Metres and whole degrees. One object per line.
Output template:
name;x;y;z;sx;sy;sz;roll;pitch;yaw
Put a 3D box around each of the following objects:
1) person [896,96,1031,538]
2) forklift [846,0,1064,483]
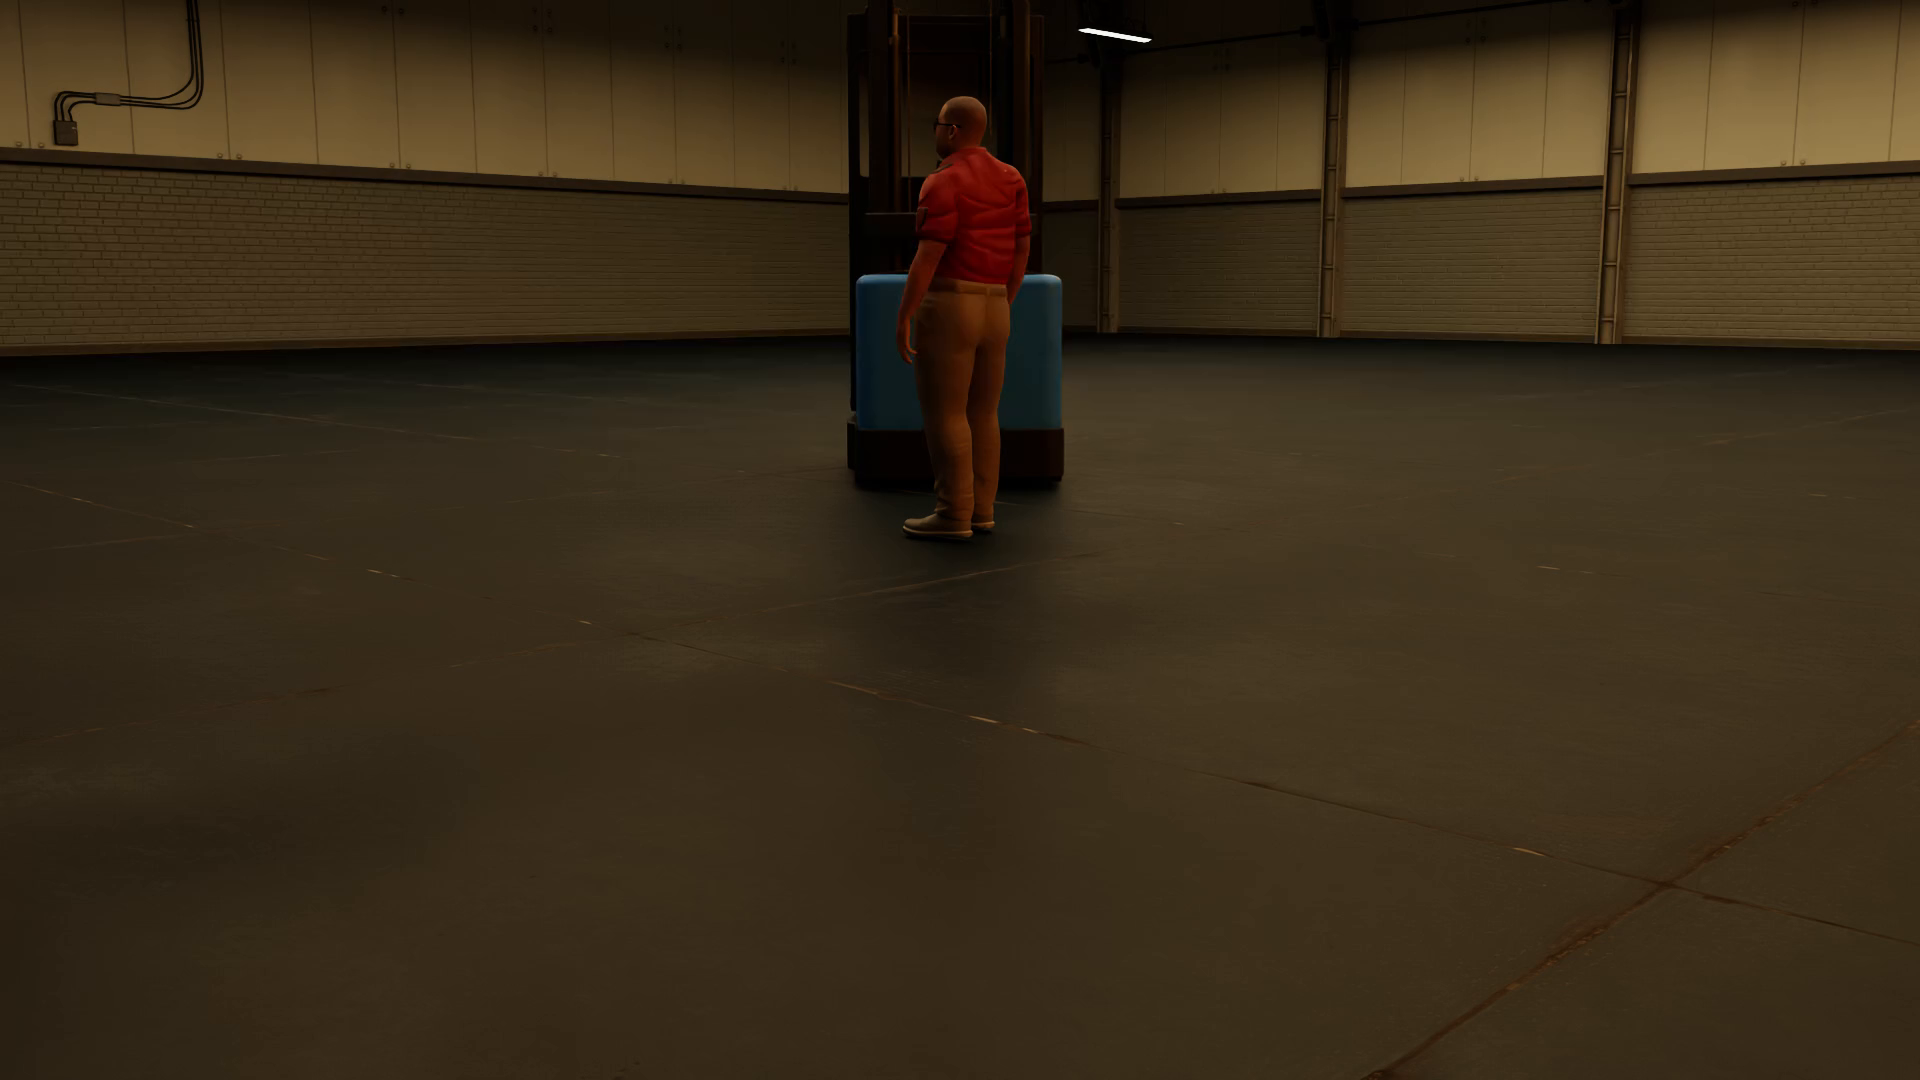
person;-0.056;-0.872;6.658;0.551;1.727;0.640;8;12;43
forklift;-0.099;-1.913;9.576;1.130;2.935;3.031;-1;9;-4
